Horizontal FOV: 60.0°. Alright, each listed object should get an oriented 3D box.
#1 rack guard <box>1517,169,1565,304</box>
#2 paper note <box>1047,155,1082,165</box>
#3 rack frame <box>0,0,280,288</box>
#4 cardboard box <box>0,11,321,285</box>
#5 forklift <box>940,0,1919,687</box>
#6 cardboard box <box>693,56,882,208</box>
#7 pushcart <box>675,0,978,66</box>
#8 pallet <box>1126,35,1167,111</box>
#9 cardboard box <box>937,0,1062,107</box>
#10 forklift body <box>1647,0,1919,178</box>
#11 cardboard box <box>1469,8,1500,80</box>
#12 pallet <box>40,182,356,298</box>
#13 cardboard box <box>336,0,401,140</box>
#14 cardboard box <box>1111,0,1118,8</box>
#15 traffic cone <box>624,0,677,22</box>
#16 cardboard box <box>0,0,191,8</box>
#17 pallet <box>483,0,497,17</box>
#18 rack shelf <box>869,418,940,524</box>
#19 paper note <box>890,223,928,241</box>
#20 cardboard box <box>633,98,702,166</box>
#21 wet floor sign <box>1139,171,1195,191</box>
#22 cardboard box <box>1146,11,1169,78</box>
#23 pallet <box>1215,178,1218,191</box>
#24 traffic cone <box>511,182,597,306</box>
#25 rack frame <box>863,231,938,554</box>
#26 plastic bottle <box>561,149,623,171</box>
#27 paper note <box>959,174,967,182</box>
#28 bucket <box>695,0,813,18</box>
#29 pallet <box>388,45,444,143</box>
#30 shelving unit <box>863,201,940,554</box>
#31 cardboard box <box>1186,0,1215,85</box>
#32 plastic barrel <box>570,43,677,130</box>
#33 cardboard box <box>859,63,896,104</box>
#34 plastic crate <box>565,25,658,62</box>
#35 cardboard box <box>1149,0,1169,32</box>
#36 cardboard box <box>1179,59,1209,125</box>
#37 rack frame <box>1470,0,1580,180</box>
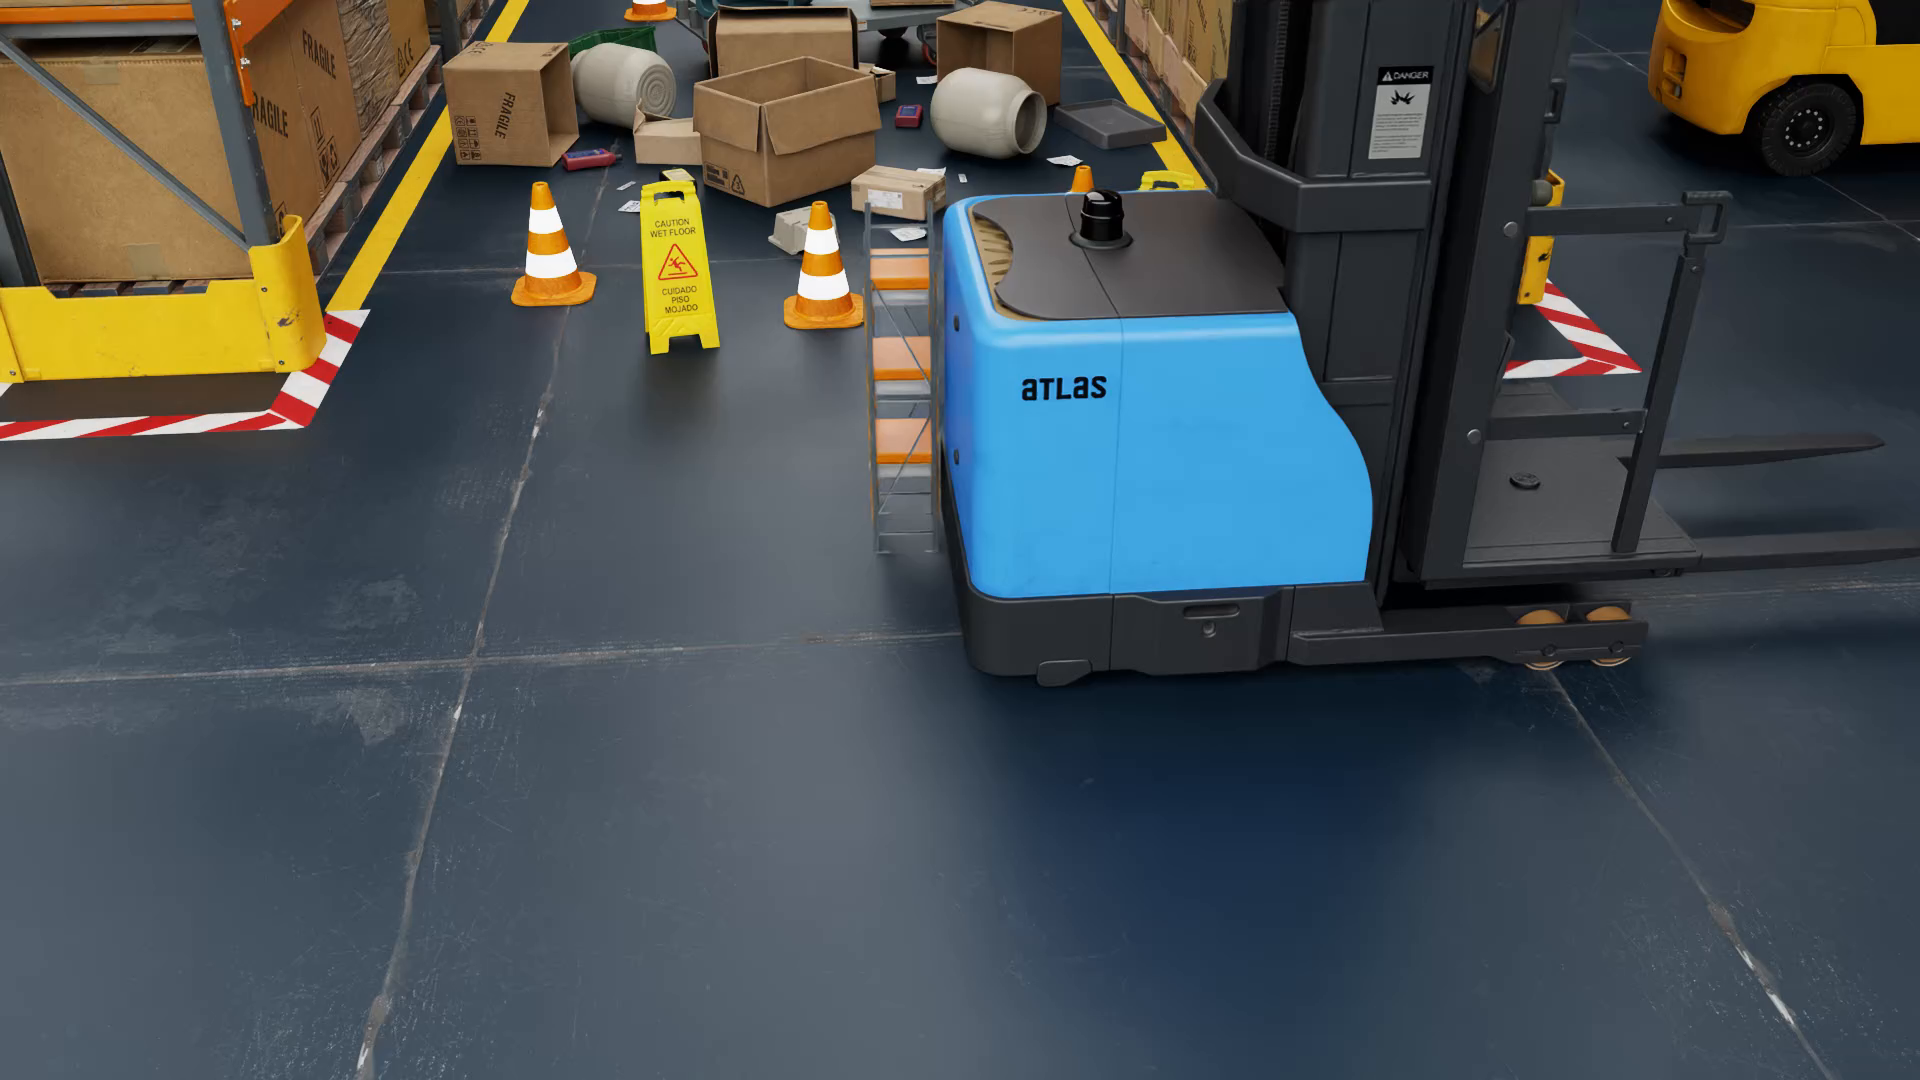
[{"bbox_3d":[1.838,-1.256,6.865,1.175,0.500,0.348,-3,31,-5],"label":"rack guard"},{"bbox_3d":[0.537,-1.937,8.463,0.142,0.019,0.148,-14,33,-22],"label":"paper note"},{"bbox_3d":[-3.074,-2.002,5.676,1.000,3.000,0.127,-3,31,-5],"label":"rack frame"},{"bbox_3d":[-3.203,-1.613,6.687,0.875,0.875,0.875,-3,31,-4],"label":"cardboard box"},{"bbox_3d":[1.487,-1.164,4.340,3.031,2.935,1.130,-3,31,-5],"label":"forklift"},{"bbox_3d":[-0.839,-1.994,8.098,0.637,0.503,0.797,27,40,37],"label":"cardboard box"},{"bbox_3d":[-0.794,-3.072,10.025,1.648,0.377,0.936,-14,33,-22],"label":"pushcart"},{"bbox_3d":[1.569,-2.794,9.722,1.003,0.211,1.213,-3,31,-5],"label":"pallet"},{"bbox_3d":[0.217,-2.648,9.194,0.500,0.500,0.500,20,36,29],"label":"cardboard box"},{"bbox_3d":[4.793,-3.046,8.253,2.313,2.155,1.214,-3,31,-5],"label":"forklift body"},{"bbox_3d":[2.042,-2.049,7.296,0.500,0.500,0.500,-4,31,-6],"label":"cardboard box"},{"bbox_3d":[-3.226,-1.209,7.068,1.003,0.211,1.213,-3,31,-5],"label":"pallet"},{"bbox_3d":[-3.370,-2.527,8.219,0.875,0.875,0.875,-3,31,-4],"label":"cardboard box"},{"bbox_3d":[1.420,-3.652,10.593,0.950,0.372,0.625,-2,31,-4],"label":"cardboard box"},{"bbox_3d":[-2.069,-3.712,11.013,0.336,0.463,0.334,-3,31,-5],"label":"traffic cone"},{"bbox_3d":[-3.153,-2.253,5.951,0.875,0.550,0.550,-3,31,-5],"label":"cardboard box"},{"bbox_3d":[-3.712,-3.861,11.509,1.003,0.211,1.213,-3,31,-5],"label":"pallet"},{"bbox_3d":[-0.172,-0.225,5.165,0.215,0.259,0.240,-1,31,-2],"label":"rack shelf"},{"bbox_3d":[-0.225,-1.403,7.569,0.148,0.019,0.142,-14,33,-22],"label":"paper note"},{"bbox_3d":[-1.453,-2.081,8.475,0.396,0.266,0.258,2,31,4],"label":"cardboard box"},{"bbox_3d":[0.798,-1.131,6.515,0.267,0.644,0.232,8,32,13],"label":"wet floor sign"},{"bbox_3d":[1.319,-2.746,9.194,0.500,0.250,0.500,-1,31,-2],"label":"cardboard box"},{"bbox_3d":[1.797,-1.549,7.637,1.003,0.211,1.213,-3,31,-5],"label":"pallet"},{"bbox_3d":[-1.709,-1.252,6.894,0.336,0.463,0.334,-3,31,-5],"label":"traffic cone"},{"bbox_3d":[-0.169,-0.410,4.912,0.200,1.050,0.008,-1,31,-2],"label":"rack frame"},{"bbox_3d":[-1.862,-1.931,8.424,0.283,0.061,0.133,-14,33,-22],"label":"plastic bottle"},{"bbox_3d":[0.014,-1.794,8.244,0.032,0.001,0.123,-3,31,-5],"label":"paper note"},{"bbox_3d":[-1.139,-3.332,9.613,0.726,0.611,0.620,8,22,13],"label":"bucket"},{"bbox_3d":[-3.454,-2.455,9.154,1.003,0.211,1.213,-3,31,-5],"label":"pallet"},{"bbox_3d":[-0.173,-0.472,5.017,0.215,1.050,0.252,-1,31,-2],"label":"shelving unit"},{"bbox_3d":[1.418,-2.533,8.106,0.500,0.500,0.500,-3,31,-6],"label":"cardboard box"},{"bbox_3d":[-1.814,-2.432,8.909,0.512,0.421,0.421,20,36,29],"label":"plastic barrel"},{"bbox_3d":[-0.589,-2.640,9.411,0.396,0.266,0.258,27,40,37],"label":"cardboard box"},{"bbox_3d":[-2.127,-2.835,9.758,0.450,0.188,0.662,4,30,26],"label":"plastic crate"},{"bbox_3d":[1.320,-3.067,9.001,0.500,0.500,0.500,-2,31,-3],"label":"cardboard box"},{"bbox_3d":[1.407,-2.222,8.316,0.500,0.250,0.500,-4,31,-6],"label":"cardboard box"},{"bbox_3d":[1.845,-2.290,6.159,1.000,3.000,0.127,-3,31,-5],"label":"rack frame"}]
